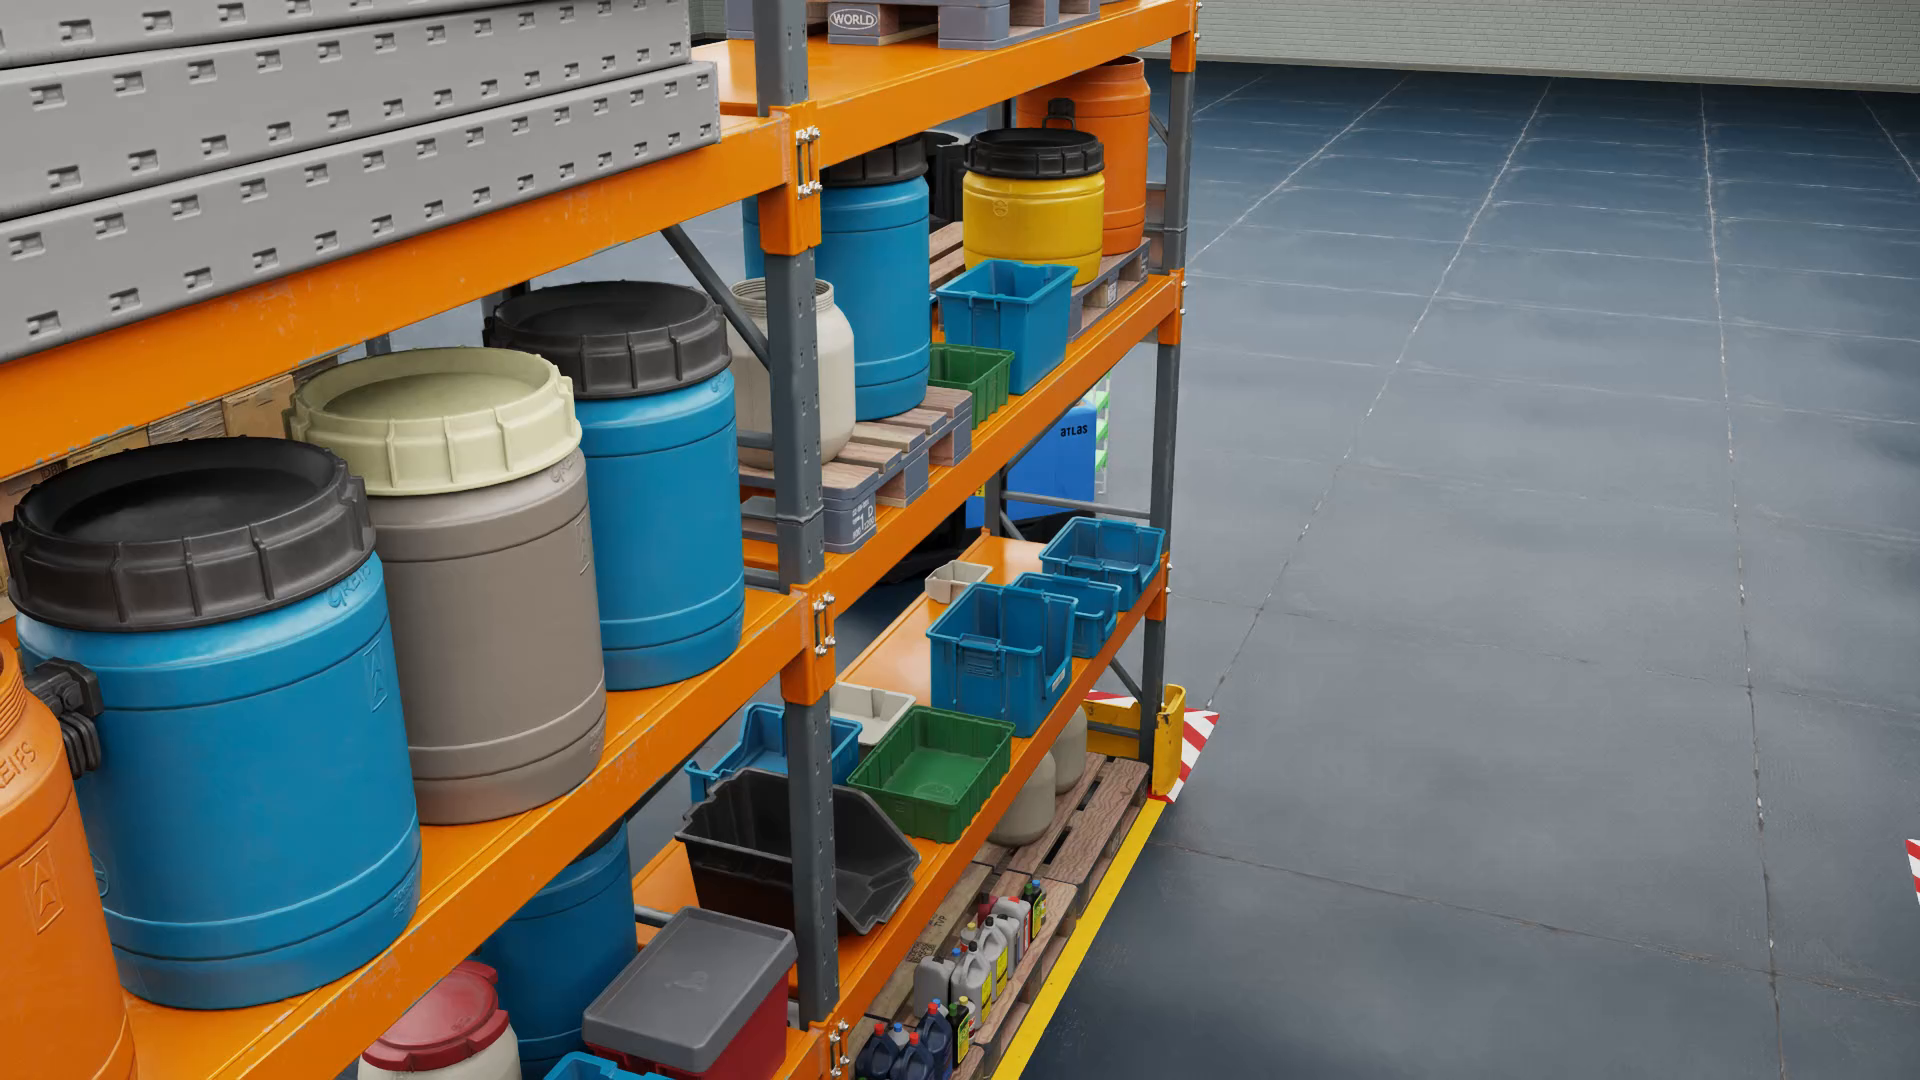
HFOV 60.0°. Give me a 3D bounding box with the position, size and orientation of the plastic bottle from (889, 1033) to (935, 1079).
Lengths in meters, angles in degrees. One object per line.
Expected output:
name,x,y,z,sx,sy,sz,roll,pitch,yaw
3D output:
plastic bottle,-0.183,2.043,6.333,0.144,0.351,0.185,9,24,21

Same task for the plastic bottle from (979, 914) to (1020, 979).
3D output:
plastic bottle,0.172,1.732,7.176,0.152,0.276,0.135,8,24,19

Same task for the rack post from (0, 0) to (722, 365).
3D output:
rack post,-1.520,-0.890,2.447,1.013,1.000,3.121,9,24,20

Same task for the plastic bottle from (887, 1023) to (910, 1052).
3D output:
plastic bottle,-0.241,2.011,6.514,0.097,0.271,0.097,0,23,0

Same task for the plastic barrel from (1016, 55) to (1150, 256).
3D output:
plastic barrel,0.555,-1.762,7.583,0.600,0.830,0.708,9,24,20

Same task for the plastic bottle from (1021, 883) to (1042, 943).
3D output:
plastic bottle,0.316,1.637,7.393,0.061,0.283,0.133,9,24,21

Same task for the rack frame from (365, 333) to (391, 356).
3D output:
rack frame,-3.981,-0.887,10.482,1.000,3.000,0.127,9,24,20

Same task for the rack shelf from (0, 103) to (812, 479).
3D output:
rack shelf,-1.611,-0.283,2.704,1.077,0.370,4.000,9,24,20

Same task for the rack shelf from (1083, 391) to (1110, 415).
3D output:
rack shelf,0.961,-1.008,12.649,0.258,0.148,0.480,7,24,15

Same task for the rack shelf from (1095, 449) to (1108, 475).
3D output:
rack shelf,0.961,-0.565,12.834,0.258,0.148,0.480,7,24,15

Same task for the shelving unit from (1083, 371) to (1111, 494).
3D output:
shelving unit,0.961,-0.845,12.717,0.258,1.200,0.503,7,24,15

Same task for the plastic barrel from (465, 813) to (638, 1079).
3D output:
plastic barrel,-1.293,1.117,5.034,0.600,0.901,0.708,9,24,20

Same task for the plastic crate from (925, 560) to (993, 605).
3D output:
plastic crate,-0.014,0.218,8.179,0.298,0.136,0.250,9,24,20

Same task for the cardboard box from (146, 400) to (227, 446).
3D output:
cardboard box,-4.511,-0.509,9.061,0.875,0.500,0.500,9,24,20

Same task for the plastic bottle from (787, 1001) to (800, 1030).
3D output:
plastic bottle,-0.679,1.979,6.584,0.152,0.276,0.135,9,24,20

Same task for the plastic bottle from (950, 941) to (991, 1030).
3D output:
plastic bottle,0.045,1.823,6.859,0.144,0.351,0.185,9,24,20

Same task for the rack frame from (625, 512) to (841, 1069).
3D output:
rack frame,-0.868,1.253,5.358,1.000,3.000,0.127,9,24,20

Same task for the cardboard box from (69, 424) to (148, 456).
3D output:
cardboard box,-4.518,-0.764,8.374,0.500,0.500,0.500,9,24,20

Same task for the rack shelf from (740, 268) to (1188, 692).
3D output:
rack shelf,-0.125,-0.515,6.632,1.077,0.370,4.000,9,24,20

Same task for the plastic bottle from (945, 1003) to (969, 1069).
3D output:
plastic bottle,-0.013,1.954,6.635,0.061,0.283,0.133,10,25,22

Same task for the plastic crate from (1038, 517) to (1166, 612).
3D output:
plastic crate,0.709,0.112,8.282,0.499,0.251,0.616,9,24,20

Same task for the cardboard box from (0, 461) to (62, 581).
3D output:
cardboard box,-4.932,-0.159,8.222,0.875,0.500,0.500,9,24,20

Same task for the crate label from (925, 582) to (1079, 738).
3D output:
crate label,0.185,0.503,7.108,0.502,0.435,0.616,9,24,20

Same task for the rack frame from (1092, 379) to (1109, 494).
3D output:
rack frame,1.031,-0.935,12.933,0.240,1.200,0.015,7,24,15

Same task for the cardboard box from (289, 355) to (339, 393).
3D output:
cardboard box,-4.211,-0.878,9.944,0.875,0.500,0.500,9,24,20

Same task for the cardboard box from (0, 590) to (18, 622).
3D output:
cardboard box,-4.721,0.271,8.036,0.380,0.149,0.250,9,24,20

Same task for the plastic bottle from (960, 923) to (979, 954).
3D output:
plastic bottle,0.049,1.755,7.217,0.097,0.201,0.097,0,23,0

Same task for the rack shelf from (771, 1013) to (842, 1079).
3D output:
rack shelf,-1.611,2.301,3.783,1.077,0.370,4.000,9,24,20

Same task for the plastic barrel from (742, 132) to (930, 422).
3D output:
plastic barrel,-0.399,-0.897,5.418,0.600,0.901,0.708,9,24,20

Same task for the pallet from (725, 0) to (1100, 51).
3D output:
pallet,-0.136,-1.980,6.080,1.003,0.211,1.213,9,24,20

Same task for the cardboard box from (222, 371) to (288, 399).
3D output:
cardboard box,-4.136,-1.120,9.227,0.500,0.500,0.500,9,24,20

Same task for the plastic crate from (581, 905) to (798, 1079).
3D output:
plastic crate,-0.764,1.441,4.826,0.402,0.464,0.583,9,24,20

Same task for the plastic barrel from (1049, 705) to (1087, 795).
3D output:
plastic barrel,0.444,1.023,8.593,0.421,0.512,0.421,0,23,0

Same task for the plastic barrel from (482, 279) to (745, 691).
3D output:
plastic barrel,-0.856,-0.149,4.173,0.600,0.901,0.708,9,24,20

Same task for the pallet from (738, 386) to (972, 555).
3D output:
pallet,-0.691,-0.316,5.468,1.213,0.211,1.003,9,24,20

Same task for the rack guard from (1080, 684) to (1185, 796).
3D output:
rack guard,0.633,1.009,9.185,1.175,0.500,0.348,9,24,20

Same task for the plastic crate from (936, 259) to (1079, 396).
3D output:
plastic crate,0.189,-0.829,6.473,0.392,0.384,0.575,9,24,20

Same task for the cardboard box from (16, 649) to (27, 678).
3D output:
cardboard box,-4.918,0.927,8.837,0.500,0.500,0.500,7,24,15

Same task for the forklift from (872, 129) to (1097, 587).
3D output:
forklift,-0.576,-1.255,11.451,3.031,2.935,1.130,-10,25,-22

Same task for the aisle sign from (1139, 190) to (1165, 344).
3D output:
aisle sign,0.920,-1.361,8.243,0.394,0.787,0.004,9,24,20

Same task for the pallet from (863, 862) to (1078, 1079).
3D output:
pallet,-0.129,1.868,7.505,1.003,0.211,1.213,9,24,20

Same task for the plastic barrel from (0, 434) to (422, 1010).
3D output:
plastic barrel,-1.342,0.319,3.052,0.600,0.901,0.708,9,24,20

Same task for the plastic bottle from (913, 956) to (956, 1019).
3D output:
plastic bottle,-0.102,1.846,6.902,0.152,0.276,0.135,9,24,20

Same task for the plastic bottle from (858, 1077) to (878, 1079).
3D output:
plastic bottle,-0.347,2.118,6.242,0.061,0.283,0.133,9,24,20

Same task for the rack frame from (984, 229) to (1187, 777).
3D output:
rack frame,0.617,-0.178,8.785,1.000,3.000,0.127,9,24,20

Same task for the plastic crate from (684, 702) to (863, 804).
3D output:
plastic crate,-0.709,0.887,6.428,0.499,0.251,0.616,9,24,20
